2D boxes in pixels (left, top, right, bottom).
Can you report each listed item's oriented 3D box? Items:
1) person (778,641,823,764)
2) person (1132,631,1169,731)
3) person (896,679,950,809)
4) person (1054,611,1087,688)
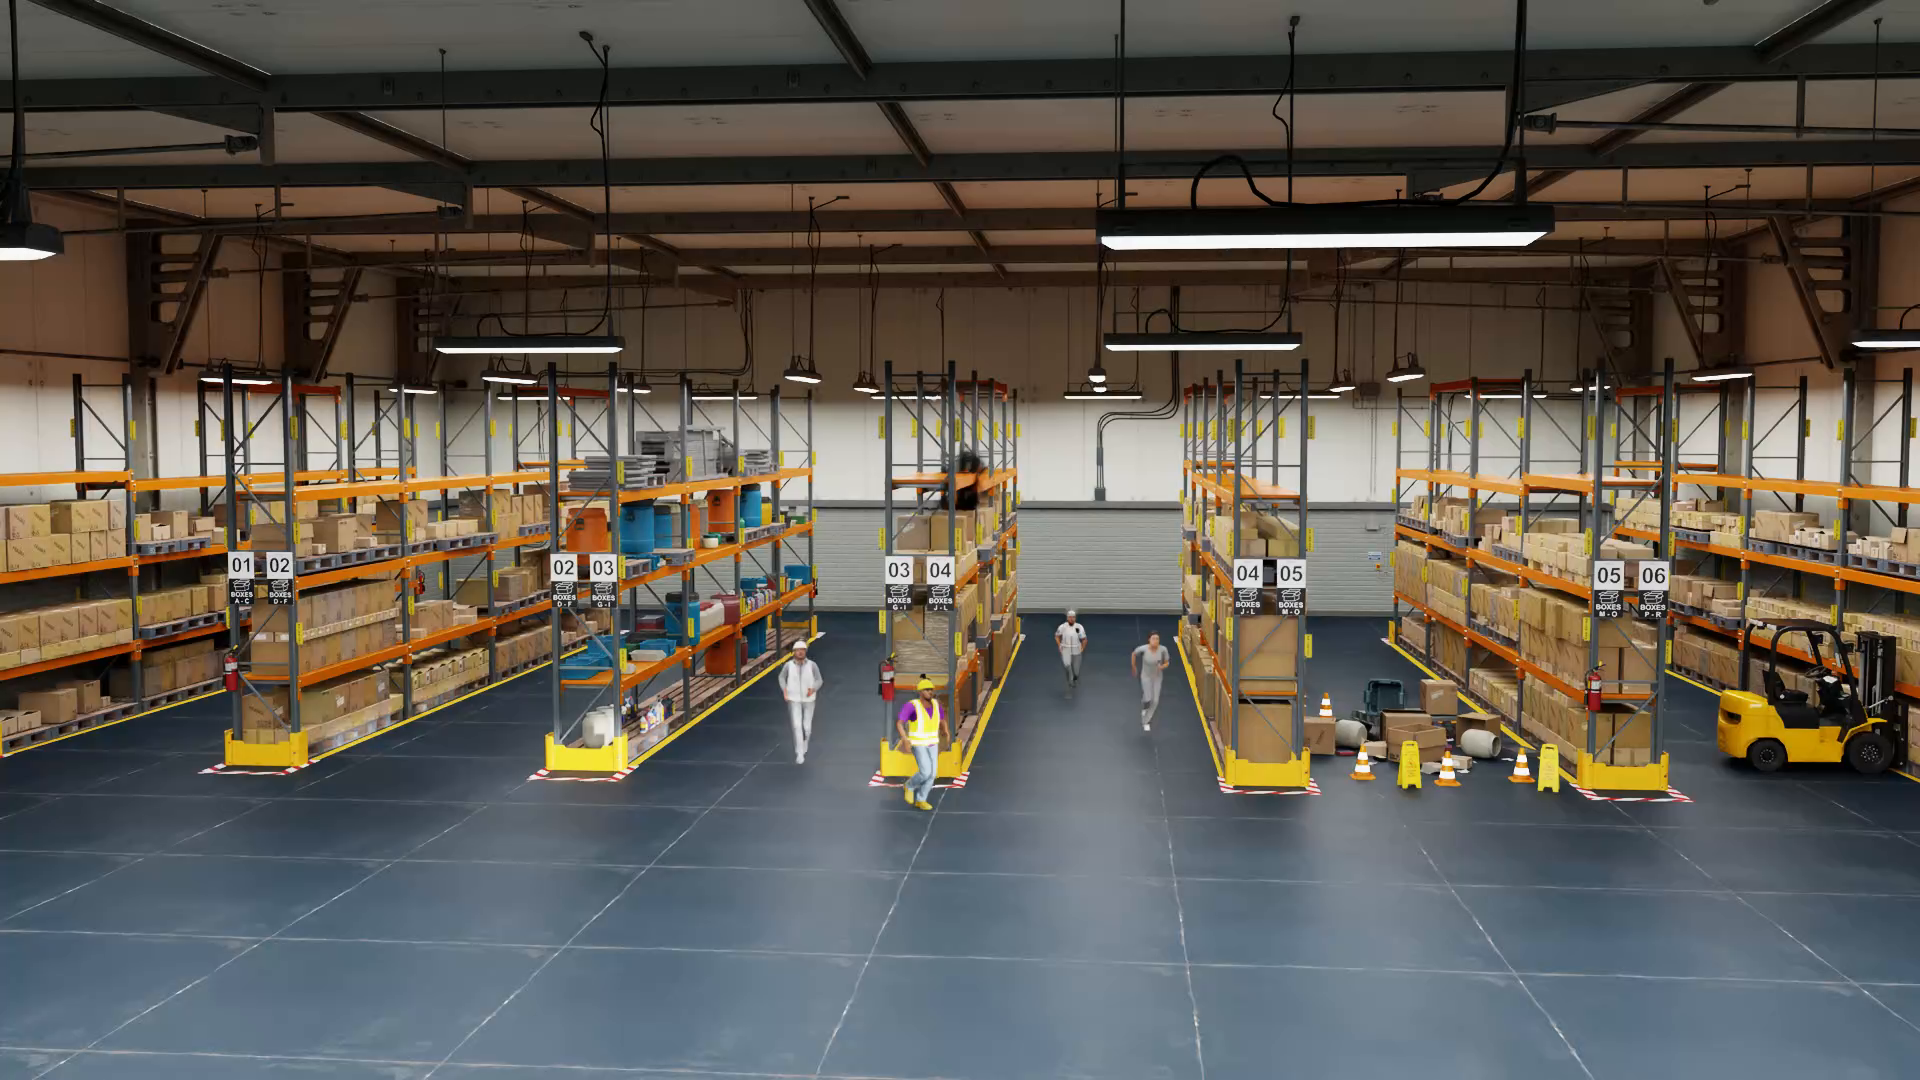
[{"bbox_3d":[-2.378,2.387,24.830,0.664,1.774,0.823,-1,4,-8],"label":"person"},{"bbox_3d":[3.000,2.214,26.088,0.552,1.592,0.671,-1,4,-8],"label":"person"},{"bbox_3d":[-0.454,2.696,21.989,0.717,1.728,0.583,-3,5,-38],"label":"person"},{"bbox_3d":[2.082,2.076,31.187,0.607,1.509,0.862,0,4,1],"label":"person"}]
